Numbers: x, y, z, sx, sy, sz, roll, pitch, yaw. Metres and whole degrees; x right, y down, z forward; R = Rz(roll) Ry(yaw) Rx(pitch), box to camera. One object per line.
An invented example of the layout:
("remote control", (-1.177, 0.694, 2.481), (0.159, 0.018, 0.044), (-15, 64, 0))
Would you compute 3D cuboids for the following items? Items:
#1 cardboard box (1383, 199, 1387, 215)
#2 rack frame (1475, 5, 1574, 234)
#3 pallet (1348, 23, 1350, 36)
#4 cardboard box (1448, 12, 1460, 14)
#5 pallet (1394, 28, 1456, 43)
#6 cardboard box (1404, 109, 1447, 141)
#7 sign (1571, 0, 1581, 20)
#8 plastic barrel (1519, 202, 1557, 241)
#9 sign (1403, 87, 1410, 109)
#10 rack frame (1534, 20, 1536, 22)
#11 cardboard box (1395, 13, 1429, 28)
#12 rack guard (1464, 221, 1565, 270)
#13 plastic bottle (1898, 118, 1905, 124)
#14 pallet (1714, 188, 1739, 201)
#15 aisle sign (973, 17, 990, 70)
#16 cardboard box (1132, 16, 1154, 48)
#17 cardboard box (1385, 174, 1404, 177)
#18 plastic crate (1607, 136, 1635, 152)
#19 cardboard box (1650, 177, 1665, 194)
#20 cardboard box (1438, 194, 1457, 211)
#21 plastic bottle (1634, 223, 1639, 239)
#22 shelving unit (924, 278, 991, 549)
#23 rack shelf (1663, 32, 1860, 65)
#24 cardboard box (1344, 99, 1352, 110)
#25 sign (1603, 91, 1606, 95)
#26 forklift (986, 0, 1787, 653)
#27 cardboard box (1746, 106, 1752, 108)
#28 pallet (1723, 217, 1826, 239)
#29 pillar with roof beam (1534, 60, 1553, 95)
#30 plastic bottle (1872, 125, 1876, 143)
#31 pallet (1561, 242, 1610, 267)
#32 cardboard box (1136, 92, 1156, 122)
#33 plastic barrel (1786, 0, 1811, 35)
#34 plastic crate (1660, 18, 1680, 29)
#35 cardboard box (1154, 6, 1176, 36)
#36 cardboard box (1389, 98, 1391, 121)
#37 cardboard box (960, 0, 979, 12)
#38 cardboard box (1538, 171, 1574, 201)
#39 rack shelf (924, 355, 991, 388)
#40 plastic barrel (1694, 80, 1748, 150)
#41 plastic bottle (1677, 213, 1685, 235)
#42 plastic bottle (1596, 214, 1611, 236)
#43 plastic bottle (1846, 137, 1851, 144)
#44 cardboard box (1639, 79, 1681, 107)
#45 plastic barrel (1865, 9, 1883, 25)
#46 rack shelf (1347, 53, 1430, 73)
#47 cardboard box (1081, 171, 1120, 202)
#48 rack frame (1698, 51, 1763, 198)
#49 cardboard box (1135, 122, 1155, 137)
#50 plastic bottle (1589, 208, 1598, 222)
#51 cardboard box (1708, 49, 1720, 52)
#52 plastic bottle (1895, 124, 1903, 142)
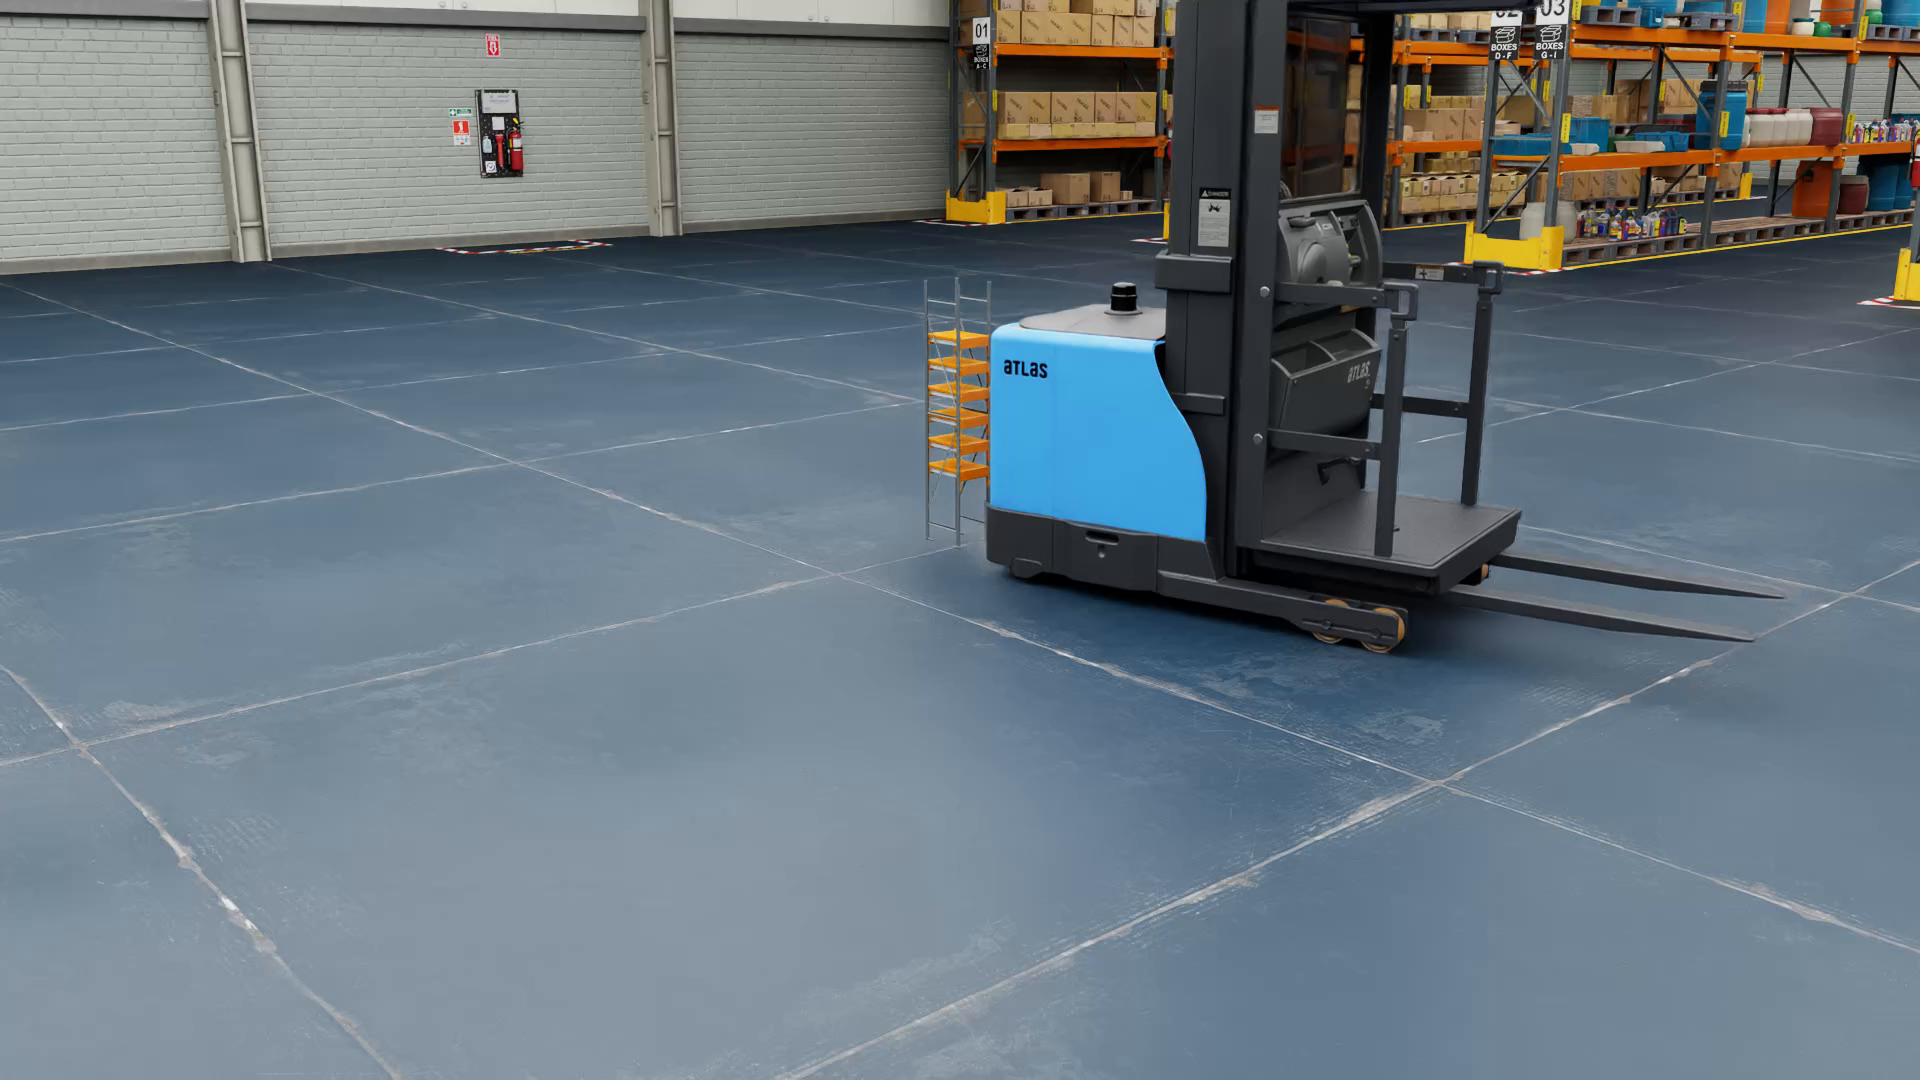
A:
("cardboard box", (6.264, -5.172, 25.815), (0.500, 0.250, 0.500), (-13, 19, -39))
("rack frame", (6.701, -4.776, 19.818), (0.127, 3.000, 1.000), (-13, 19, -39))
("pallet", (4.924, -7.470, 24.262), (1.213, 0.211, 1.003), (-13, 19, -39))
("cardboard box", (9.972, -10.794, 34.365), (0.500, 0.500, 0.500), (-13, 20, -40))
("pallet", (7.127, -7.927, 26.174), (1.217, 0.209, 0.805), (-14, 20, -42))
("cardboard box", (7.457, -6.683, 26.764), (0.500, 0.500, 0.500), (-11, 18, -35))
("sign", (7.059, -6.122, 19.026), (0.005, 0.325, 0.100), (-13, 19, -39))
("plastic barrel", (7.147, -3.903, 20.558), (0.421, 0.512, 0.421), (0, 15, 0))
("sign", (6.835, -6.767, 25.442), (0.005, 0.325, 0.100), (-13, 19, -39))
("rack frame", (9.487, -9.995, 27.730), (0.127, 3.000, 1.000), (-13, 19, -39))
("cardboard box", (6.941, -8.101, 25.929), (0.500, 0.250, 0.500), (-10, 18, -34))
("rack guard", (6.728, -3.591, 20.223), (0.348, 0.500, 1.175), (-13, 19, -39))
("plastic bottle", (15.041, -6.562, 26.601), (0.185, 0.351, 0.144), (-13, 19, -39))
("pallet", (14.864, -6.956, 33.383), (1.213, 0.211, 1.003), (-13, 19, -39))
("aisle sign", (0.340, -7.890, 26.439), (0.004, 0.787, 0.394), (-13, 19, -39))
("cardboard box", (2.995, -8.756, 28.671), (0.500, 0.500, 0.500), (-12, 19, -38))
("cardboard box", (6.976, -5.778, 26.996), (0.500, 0.311, 0.500), (-12, 19, -38))
("plastic crate", (8.509, -5.176, 21.727), (0.662, 0.188, 0.450), (-13, 19, -39))
("cardboard box", (12.964, -6.716, 31.440), (0.500, 0.311, 0.500), (-13, 19, -39))
("cardboard box", (7.712, -5.488, 26.997), (0.500, 0.250, 0.500), (-13, 20, -41))
("plastic bottle", (8.682, -3.975, 21.389), (0.097, 0.201, 0.097), (0, 15, 0))
("shelving unit", (-0.011, -0.577, 7.586), (0.189, 1.200, 0.258), (-13, 19, -39))
("rack shelf", (11.227, -6.894, 23.329), (4.000, 0.370, 1.077), (-13, 19, -39))
("cardboard box", (5.637, -6.521, 24.898), (0.250, 0.149, 0.380), (-13, 20, -40))
("sign", (12.143, -8.297, 31.320), (0.005, 0.325, 0.100), (-13, 19, -39))
("forklift", (1.619, -1.152, 6.384), (3.031, 2.935, 1.130), (10, 18, 33))
("cardboard box", (15.363, -8.371, 33.083), (0.500, 0.500, 0.500), (-12, 19, -38))
("pallet", (12.126, -4.660, 24.789), (1.213, 0.211, 1.003), (-13, 19, -39))
("pillar with roof beam", (16.563, -12.101, 35.617), (0.400, 9.000, 9.100), (-13, 19, -39))
("plastic bottle", (14.004, -6.234, 25.525), (0.097, 0.271, 0.097), (0, 15, 0))
("pallet", (7.344, -3.588, 20.772), (1.213, 0.211, 1.003), (-13, 19, -39))
("cardboard box", (3.062, -7.542, 28.970), (0.500, 0.500, 0.500), (-13, 20, -39))
("plastic barrel", (11.974, -7.726, 24.077), (0.600, 0.901, 0.600), (0, 15, 0))
("plastic crate", (8.773, -6.425, 20.689), (0.396, 0.136, 0.243), (-13, 19, -39))
("cardboard box", (3.680, -9.160, 29.410), (0.500, 0.500, 0.500), (-9, 18, -32))
("cardboard box", (8.305, -8.640, 33.476), (0.500, 0.500, 0.500), (-13, 19, -39))
("cardboard box", (0.351, -8.819, 26.971), (0.500, 0.500, 0.500), (-12, 19, -37))
("cardboard box", (10.410, -6.212, 29.187), (0.500, 0.500, 0.500), (-14, 20, -41))
("rack shelf", (-0.011, -0.766, 7.536), (0.180, 0.103, 0.258), (-13, 19, -39))
("plastic barrel", (10.209, -5.702, 22.314), (0.708, 0.901, 0.600), (-13, 19, -39))
("plastic bottle", (9.572, -4.208, 22.103), (0.133, 0.283, 0.061), (-11, 19, -37))
("plastic bottle", (8.490, -4.166, 21.959), (0.135, 0.276, 0.152), (-13, 19, -39))
("plastic bottle", (13.275, -6.082, 24.947), (0.135, 0.276, 0.152), (-13, 19, -39))
("cardboard box", (13.045, -8.330, 30.993), (0.500, 0.500, 0.500), (-12, 19, -38))
("plastic barrel", (13.686, -7.843, 24.975), (0.294, 0.245, 0.294), (0, 15, 0))
("rack shelf", (7.742, -9.501, 33.086), (4.000, 0.370, 1.077), (-13, 19, -39))
("cardboard box", (2.459, -6.204, 29.154), (0.500, 0.500, 0.500), (14, 21, 43))
("rack frame", (15.522, -8.452, 33.578), (0.127, 3.000, 1.000), (-13, 19, -39))
("cardboard box", (3.057, -7.180, 29.071), (0.500, 0.250, 0.500), (-13, 19, -39))
("plastic bottle", (8.374, -4.227, 22.041), (0.185, 0.351, 0.144), (-13, 20, -40))
("cardboard box", (14.167, -9.439, 31.751), (0.500, 0.250, 0.500), (-13, 19, -39))
("plastic bottle", (14.736, -6.410, 26.175), (0.135, 0.276, 0.152), (-13, 19, -39))
